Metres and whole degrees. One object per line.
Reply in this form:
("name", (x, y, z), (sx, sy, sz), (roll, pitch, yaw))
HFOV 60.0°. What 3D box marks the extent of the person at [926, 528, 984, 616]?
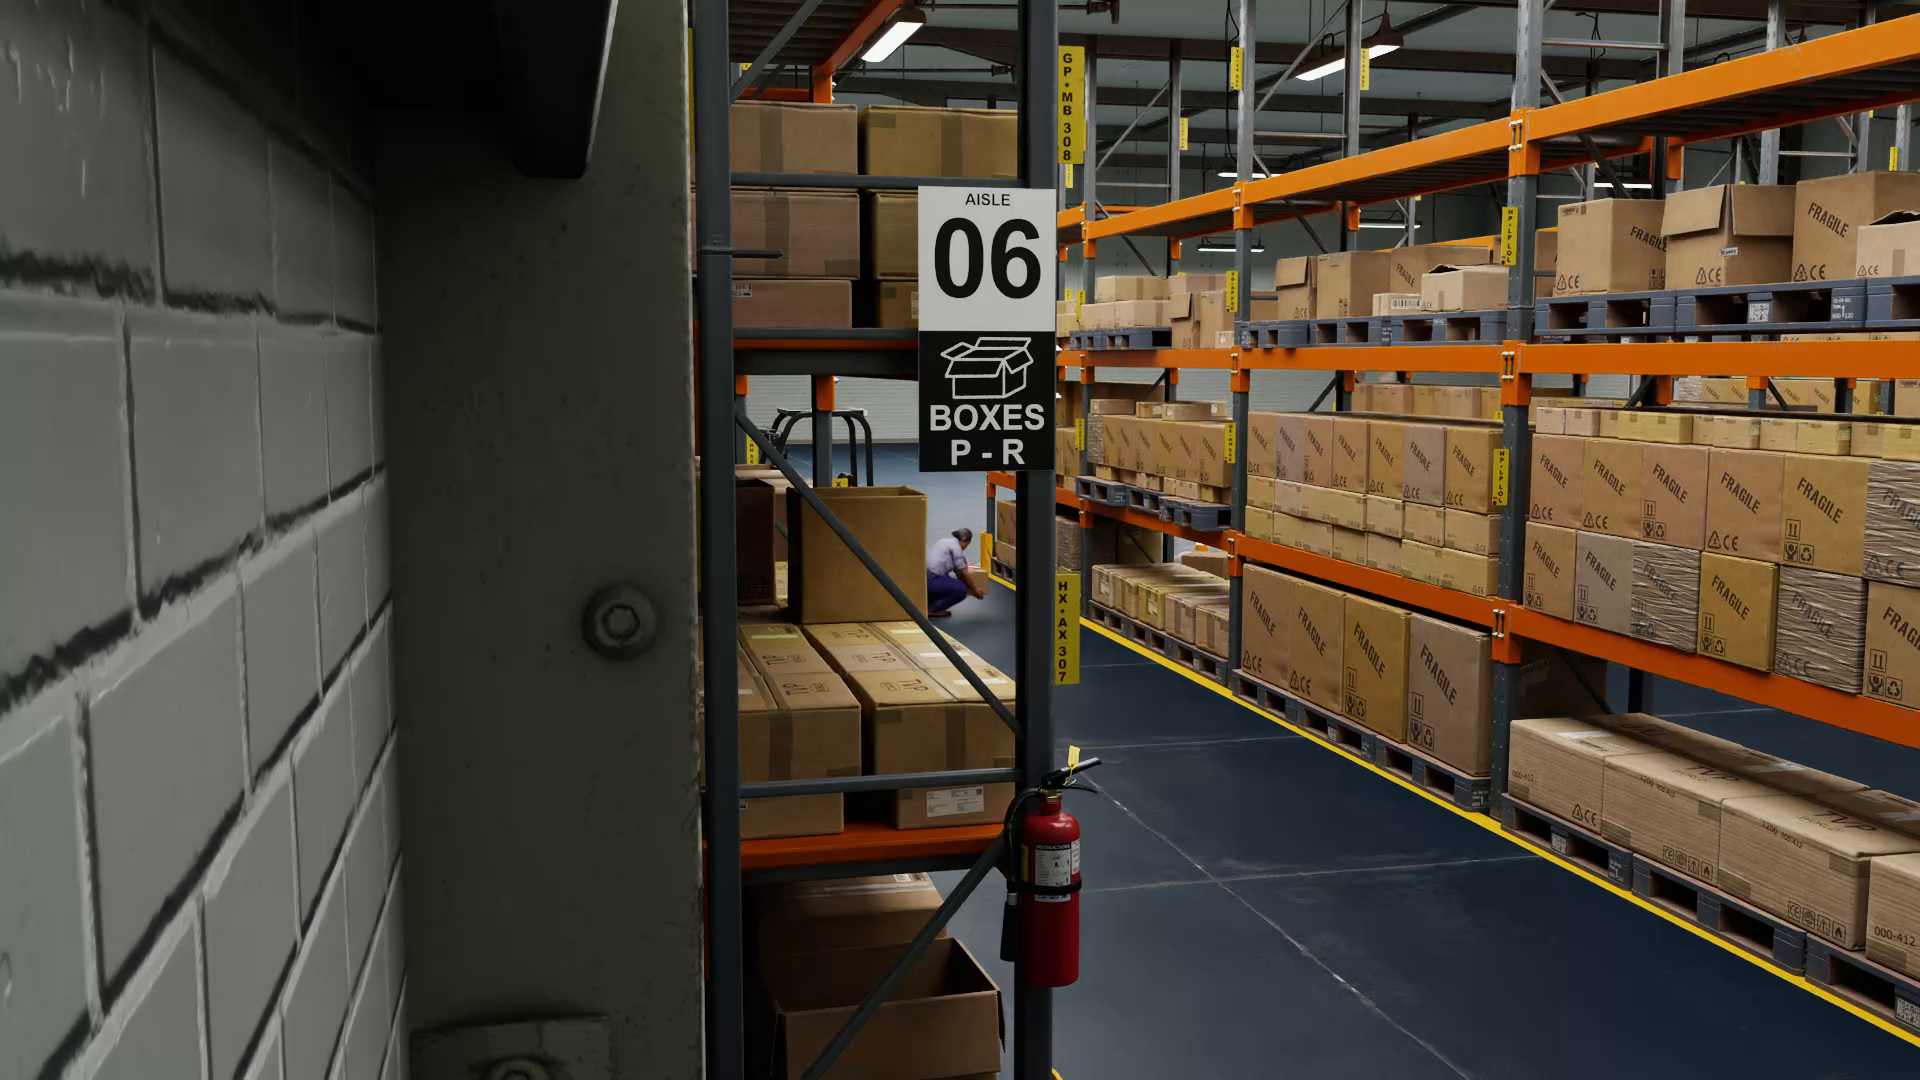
("person", (-0.145, 0.340, 17.819), (0.836, 0.924, 0.533), (-3, 7, -22))
